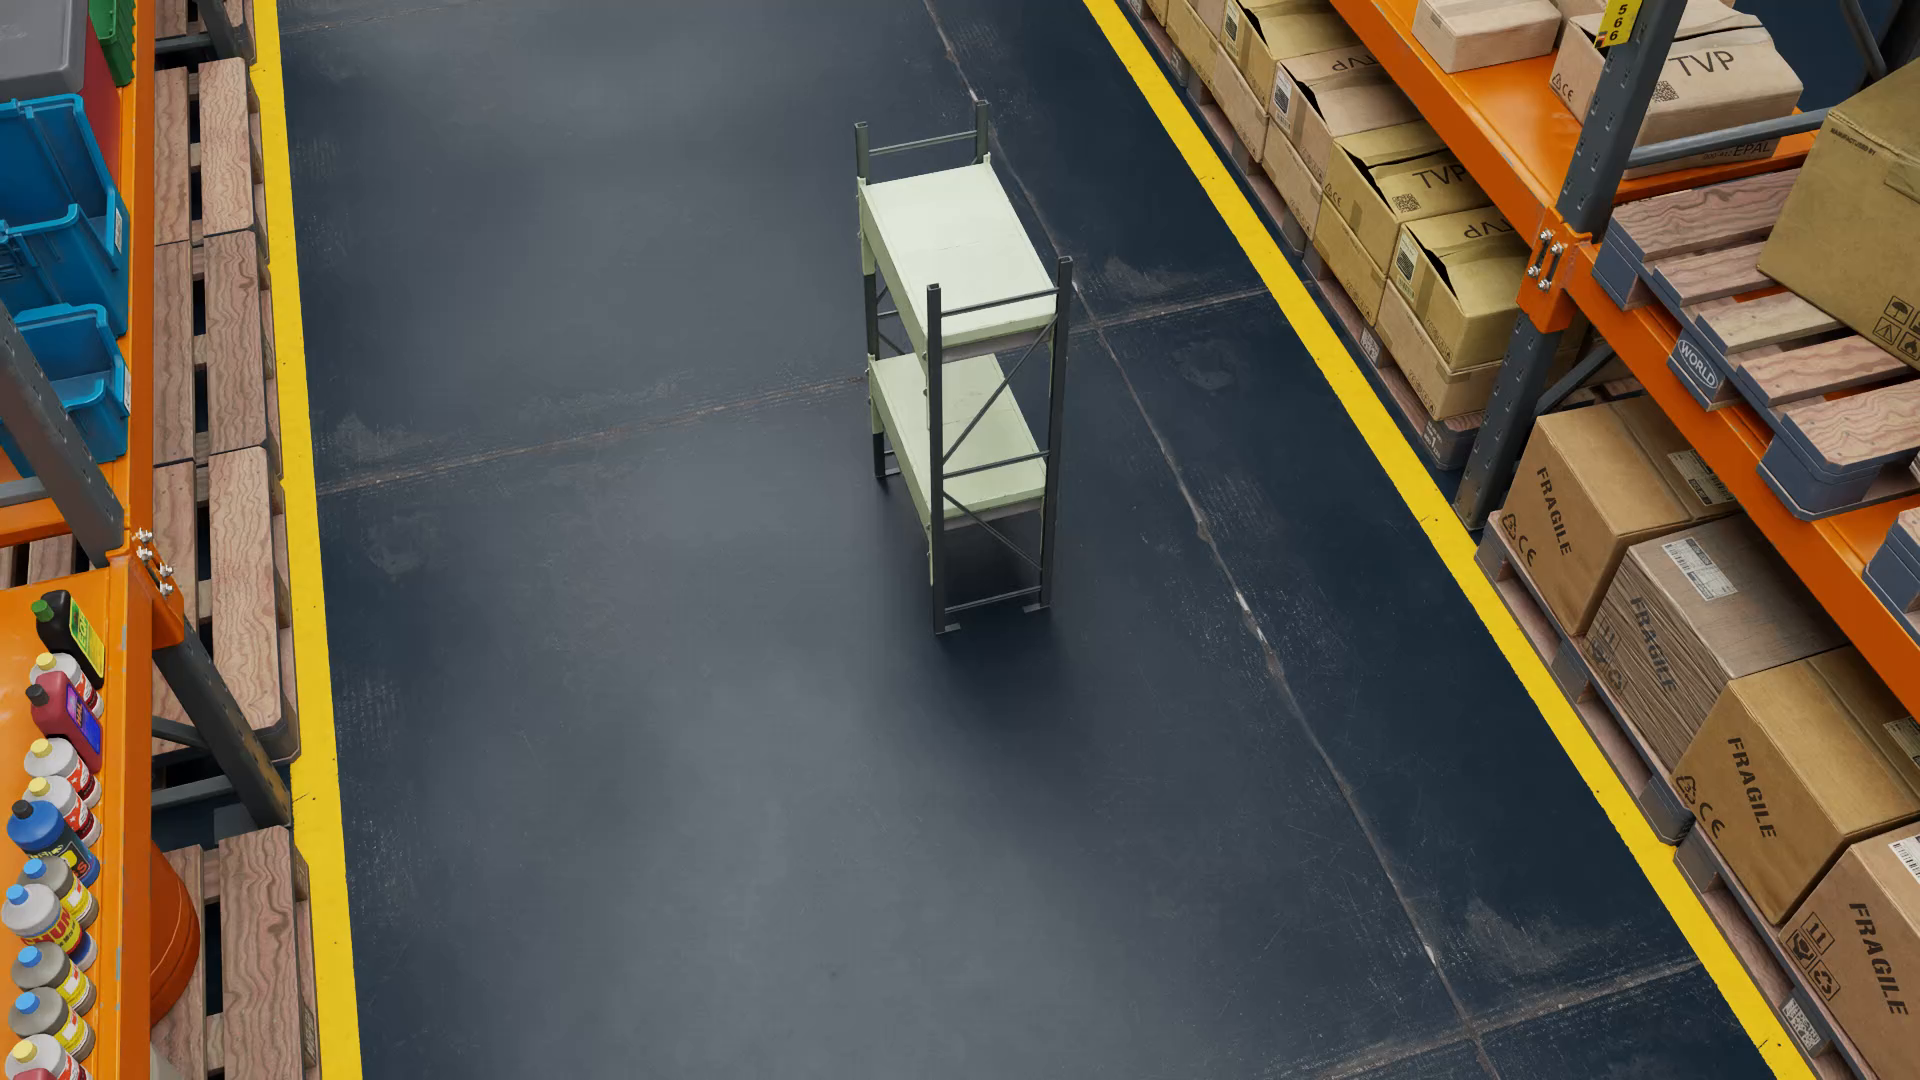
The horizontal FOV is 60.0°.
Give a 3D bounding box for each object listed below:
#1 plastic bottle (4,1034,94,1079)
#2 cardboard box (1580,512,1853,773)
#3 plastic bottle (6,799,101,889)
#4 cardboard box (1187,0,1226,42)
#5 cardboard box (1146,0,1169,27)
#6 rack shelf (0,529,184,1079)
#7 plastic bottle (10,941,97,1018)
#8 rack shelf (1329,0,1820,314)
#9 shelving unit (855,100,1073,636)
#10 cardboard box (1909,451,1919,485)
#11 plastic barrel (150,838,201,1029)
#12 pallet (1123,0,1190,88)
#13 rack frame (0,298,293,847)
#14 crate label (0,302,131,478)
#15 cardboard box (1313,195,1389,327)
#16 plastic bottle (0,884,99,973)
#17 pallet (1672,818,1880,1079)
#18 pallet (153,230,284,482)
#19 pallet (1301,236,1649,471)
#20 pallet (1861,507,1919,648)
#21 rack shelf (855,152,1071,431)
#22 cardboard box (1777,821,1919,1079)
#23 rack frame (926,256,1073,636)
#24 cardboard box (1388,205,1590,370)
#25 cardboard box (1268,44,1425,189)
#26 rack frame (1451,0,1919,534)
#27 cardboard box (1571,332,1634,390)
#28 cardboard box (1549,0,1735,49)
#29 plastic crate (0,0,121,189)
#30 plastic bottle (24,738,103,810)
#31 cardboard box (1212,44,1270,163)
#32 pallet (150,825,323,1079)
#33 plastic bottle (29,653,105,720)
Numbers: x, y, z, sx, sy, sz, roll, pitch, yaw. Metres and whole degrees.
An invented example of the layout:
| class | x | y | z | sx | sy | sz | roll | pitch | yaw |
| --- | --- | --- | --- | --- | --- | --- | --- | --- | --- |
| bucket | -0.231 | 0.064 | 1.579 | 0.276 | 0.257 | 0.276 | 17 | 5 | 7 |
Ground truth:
| class | x | y | z | sx | sy | sz | roll | pitch | yaw |
| --- | --- | --- | --- | --- | --- | --- | --- | --- | --- |
| plastic bottle | -1.697 | 0.986 | 3.086 | 0.097 | 0.201 | 0.097 | 0 | 50 | 0 |
| cardboard box | 2.244 | 0.294 | 4.888 | 0.500 | 0.500 | 0.500 | -15 | 51 | -12 |
| plastic bottle | -1.841 | 0.608 | 3.359 | 0.097 | 0.271 | 0.097 | 0 | 50 | 0 |
| cardboard box | 1.221 | -2.397 | 6.966 | 0.500 | 0.311 | 0.500 | -15 | 51 | -12 |
| cardboard box | 1.072 | -2.595 | 7.499 | 0.500 | 0.250 | 0.500 | -12 | 51 | -10 |
| rack shelf | -1.919 | 1.661 | 2.858 | 1.077 | 0.370 | 4.000 | -13 | 51 | -11 |
| plastic bottle | -1.754 | 0.844 | 3.206 | 0.097 | 0.201 | 0.097 | 0 | 50 | 0 |
| rack shelf | 1.631 | -2.377 | 6.263 | 1.077 | 0.370 | 4.000 | -13 | 51 | -11 |
| shelving unit | -0.002 | -0.488 | 5.181 | 0.431 | 1.500 | 0.755 | -13 | 51 | -11 |
| cardboard box | 2.604 | -0.170 | 3.592 | 0.700 | 0.500 | 0.500 | -5 | 50 | -4 |
| plastic barrel | -2.350 | 0.886 | 4.186 | 0.600 | 0.830 | 0.708 | -13 | 51 | -11 |
| pallet | 1.295 | -2.642 | 7.839 | 1.003 | 0.211 | 1.213 | -13 | 51 | -11 |
| rack frame | -2.510 | -0.031 | 3.814 | 1.000 | 3.000 | 0.127 | -13 | 51 | -11 |
| crate label | -2.277 | -0.370 | 4.209 | 0.303 | 0.233 | 0.416 | -13 | 51 | -11 |
| cardboard box | 1.678 | -1.102 | 6.241 | 0.500 | 0.250 | 0.500 | -14 | 51 | -11 |
| plastic bottle | -1.783 | 0.751 | 3.239 | 0.097 | 0.271 | 0.097 | 0 | 50 | 0 |
| pallet | 2.764 | 1.194 | 4.606 | 1.003 | 0.211 | 1.213 | -13 | 51 | -11 |
| pallet | -3.060 | -0.596 | 6.115 | 1.003 | 0.211 | 1.213 | -13 | 51 | -11 |
| pallet | 2.016 | -0.860 | 6.337 | 1.003 | 0.211 | 1.213 | -13 | 51 | -11 |
| pallet | 2.802 | 0.333 | 3.633 | 1.003 | 0.211 | 1.213 | -13 | 51 | -11 |
| rack shelf | -0.002 | -0.740 | 4.882 | 0.431 | 0.370 | 0.720 | -13 | 51 | -11 |
| cardboard box | 2.547 | 1.041 | 4.258 | 0.500 | 0.500 | 0.500 | -15 | 51 | -12 |
| rack frame | 0.106 | -0.221 | 4.955 | 0.400 | 1.500 | 0.023 | -13 | 51 | -11 |
| cardboard box | 1.832 | -0.905 | 5.708 | 0.500 | 0.311 | 0.500 | -12 | 51 | -10 |
| cardboard box | 1.526 | -1.653 | 6.338 | 0.500 | 0.311 | 0.500 | -14 | 51 | -11 |
| rack frame | 2.222 | -1.148 | 4.756 | 1.000 | 3.000 | 0.127 | -13 | 51 | -11 |
| cardboard box | 2.348 | -0.846 | 6.025 | 0.500 | 0.250 | 0.500 | -13 | 51 | -11 |
| cardboard box | 2.143 | -1.817 | 5.378 | 0.500 | 0.311 | 0.500 | -14 | 51 | -11 |
| plastic crate | -2.696 | -1.301 | 4.843 | 0.402 | 0.464 | 0.583 | -13 | 51 | -11 |
| plastic bottle | -1.898 | 0.489 | 3.506 | 0.097 | 0.201 | 0.097 | 0 | 50 | 0 |
| cardboard box | 1.377 | -1.845 | 6.867 | 0.500 | 0.250 | 0.500 | -12 | 51 | -10 |
| pallet | -2.238 | 1.434 | 4.403 | 1.003 | 0.211 | 1.213 | -13 | 51 | -11 |
| plastic bottle | -1.967 | 0.320 | 3.648 | 0.097 | 0.201 | 0.097 | 0 | 50 | 0 |
